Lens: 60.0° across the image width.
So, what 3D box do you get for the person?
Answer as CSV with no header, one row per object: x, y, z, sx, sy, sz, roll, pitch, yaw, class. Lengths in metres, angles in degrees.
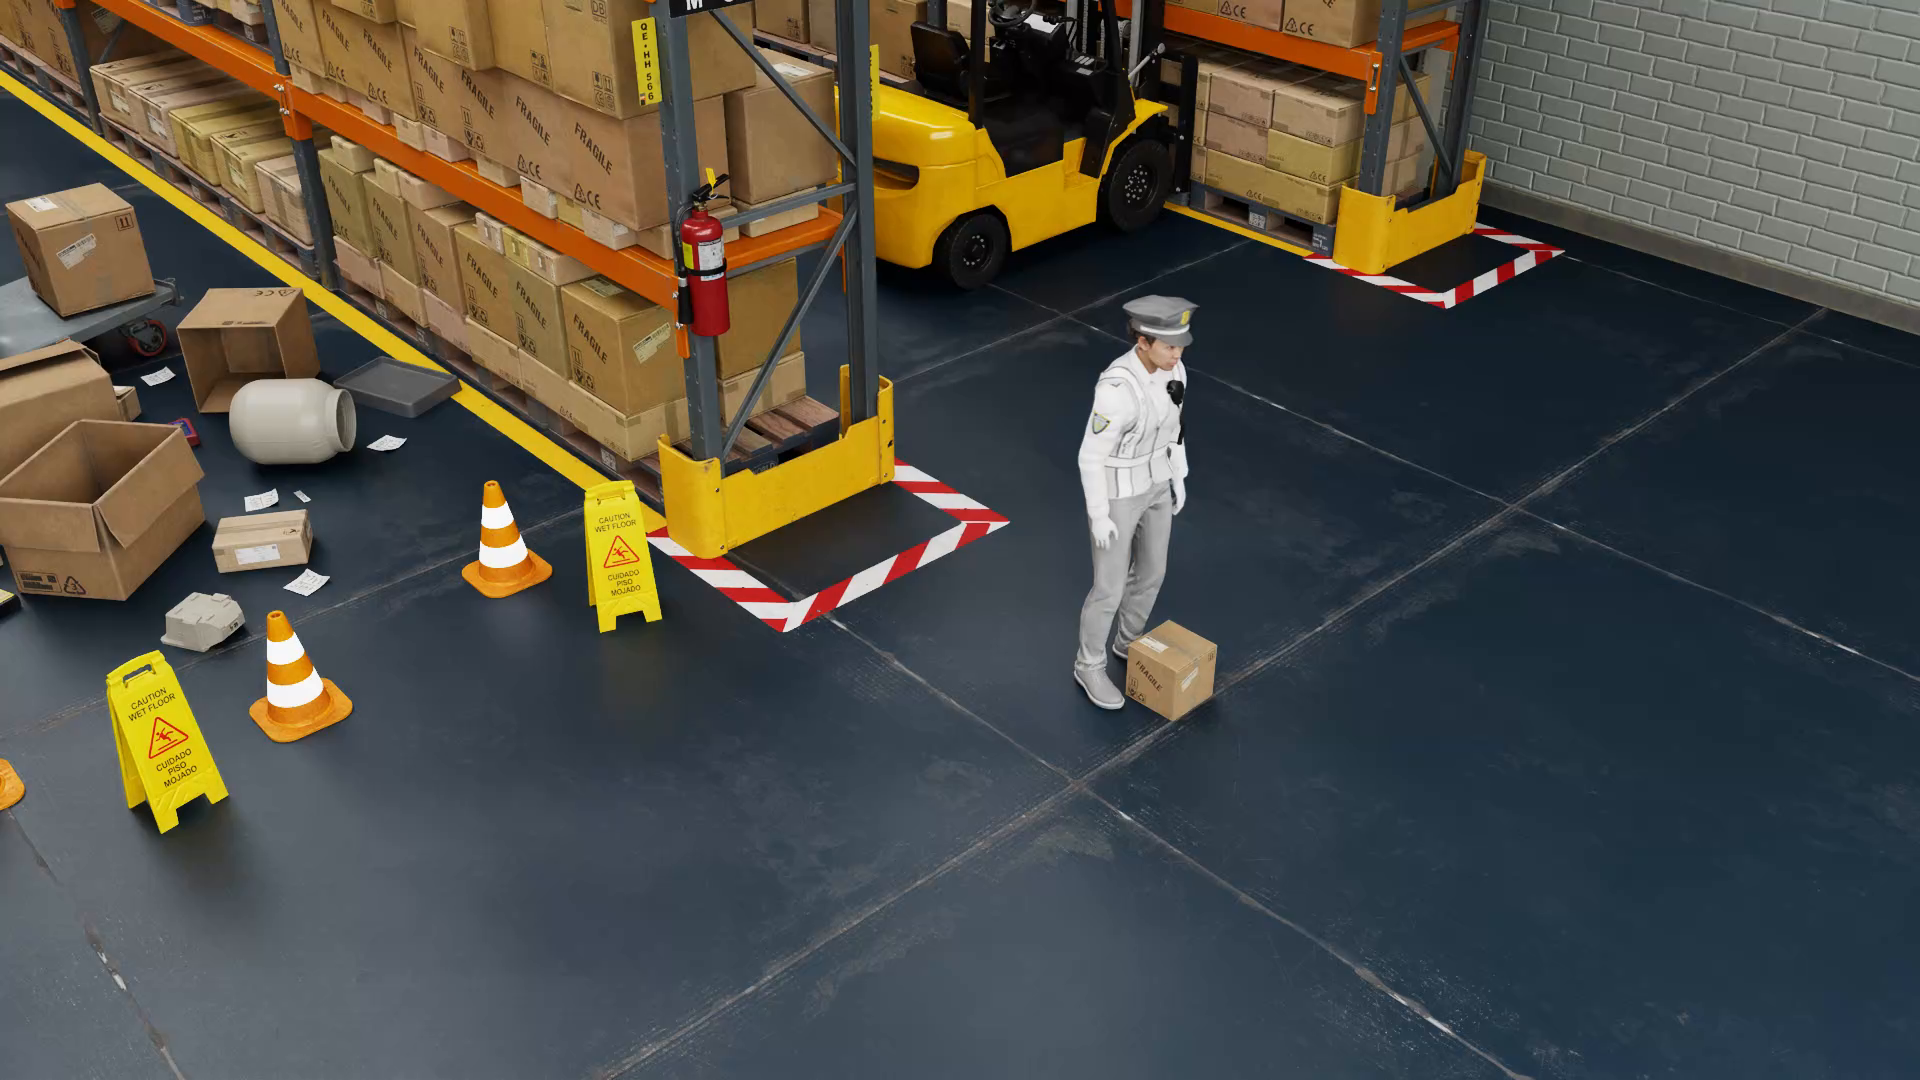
0.672,-0.169,6.402,0.528,1.664,0.372,-26,40,-35,person
